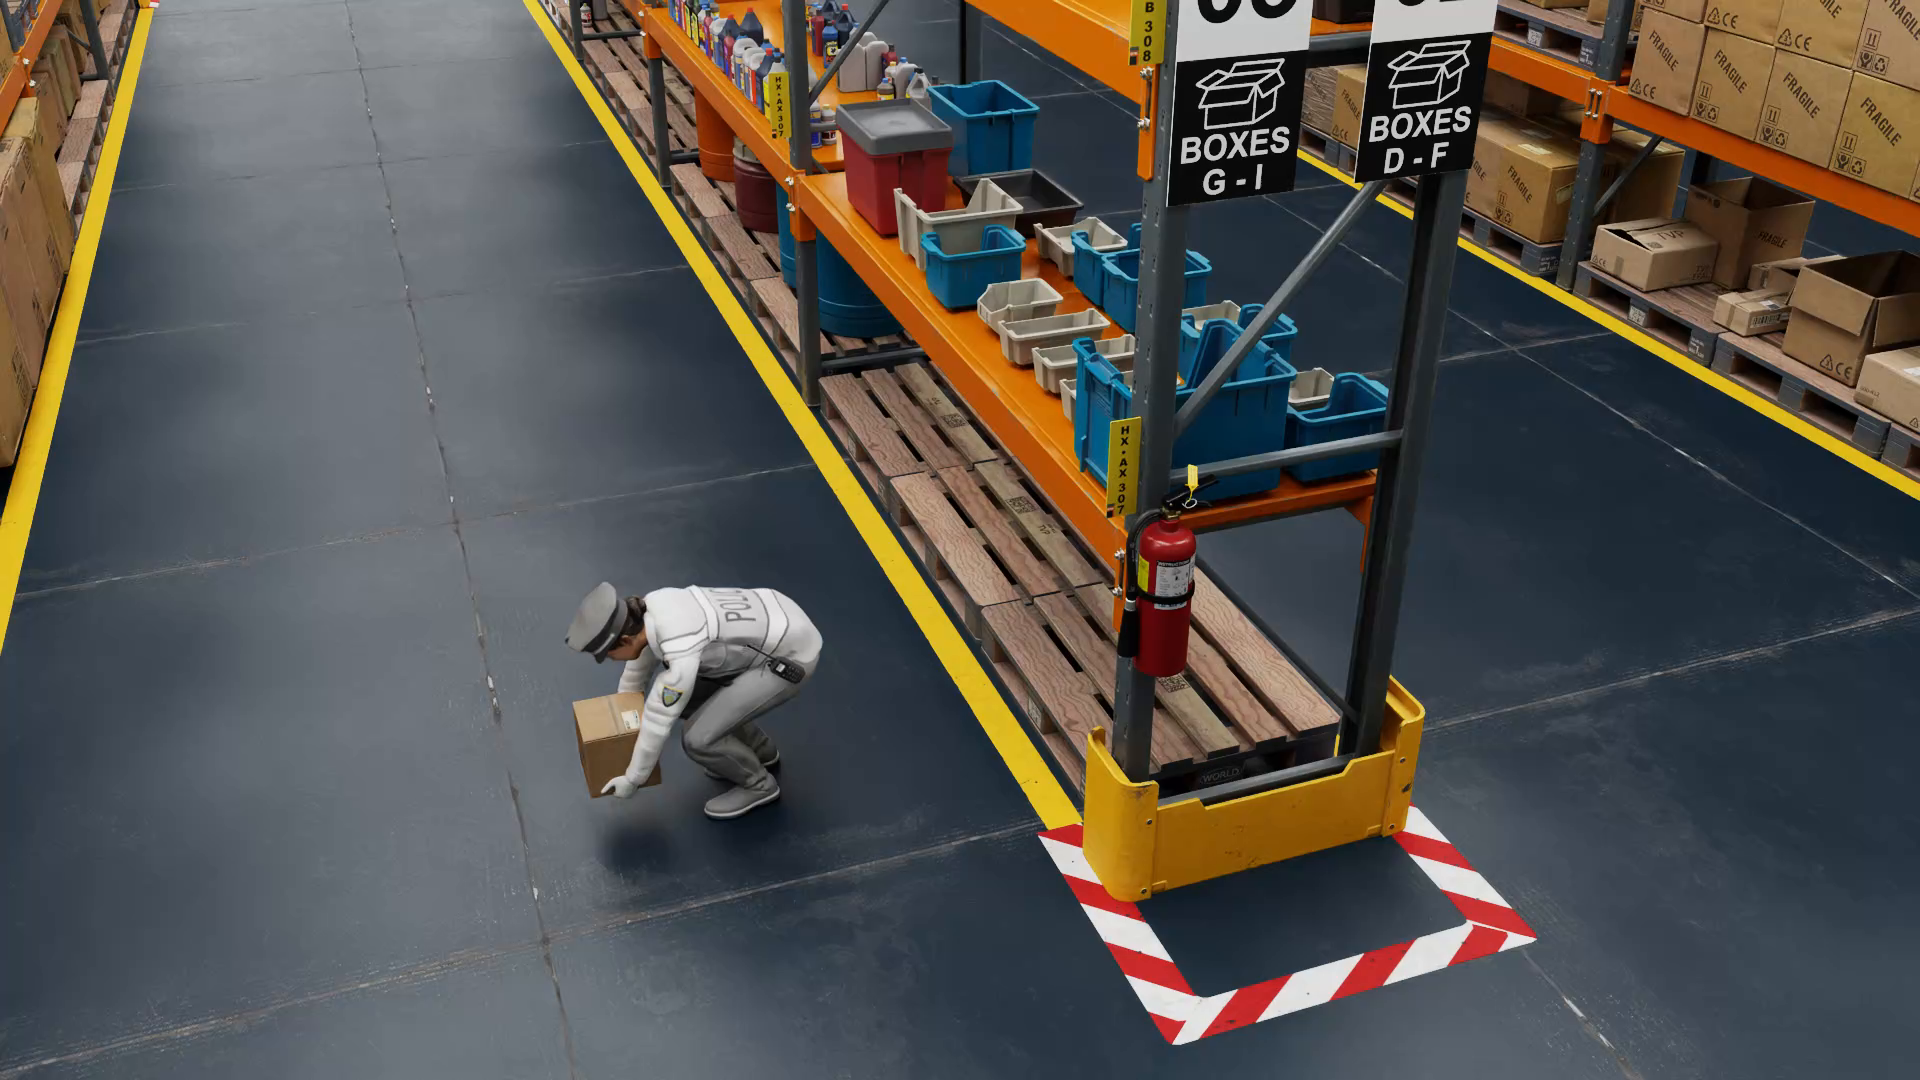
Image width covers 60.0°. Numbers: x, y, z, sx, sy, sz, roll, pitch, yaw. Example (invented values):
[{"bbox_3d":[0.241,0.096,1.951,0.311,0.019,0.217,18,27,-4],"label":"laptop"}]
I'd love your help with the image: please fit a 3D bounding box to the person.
[{"bbox_3d":[-0.926,0.525,5.911,0.889,0.982,0.457,-12,32,-19],"label":"person"}]
